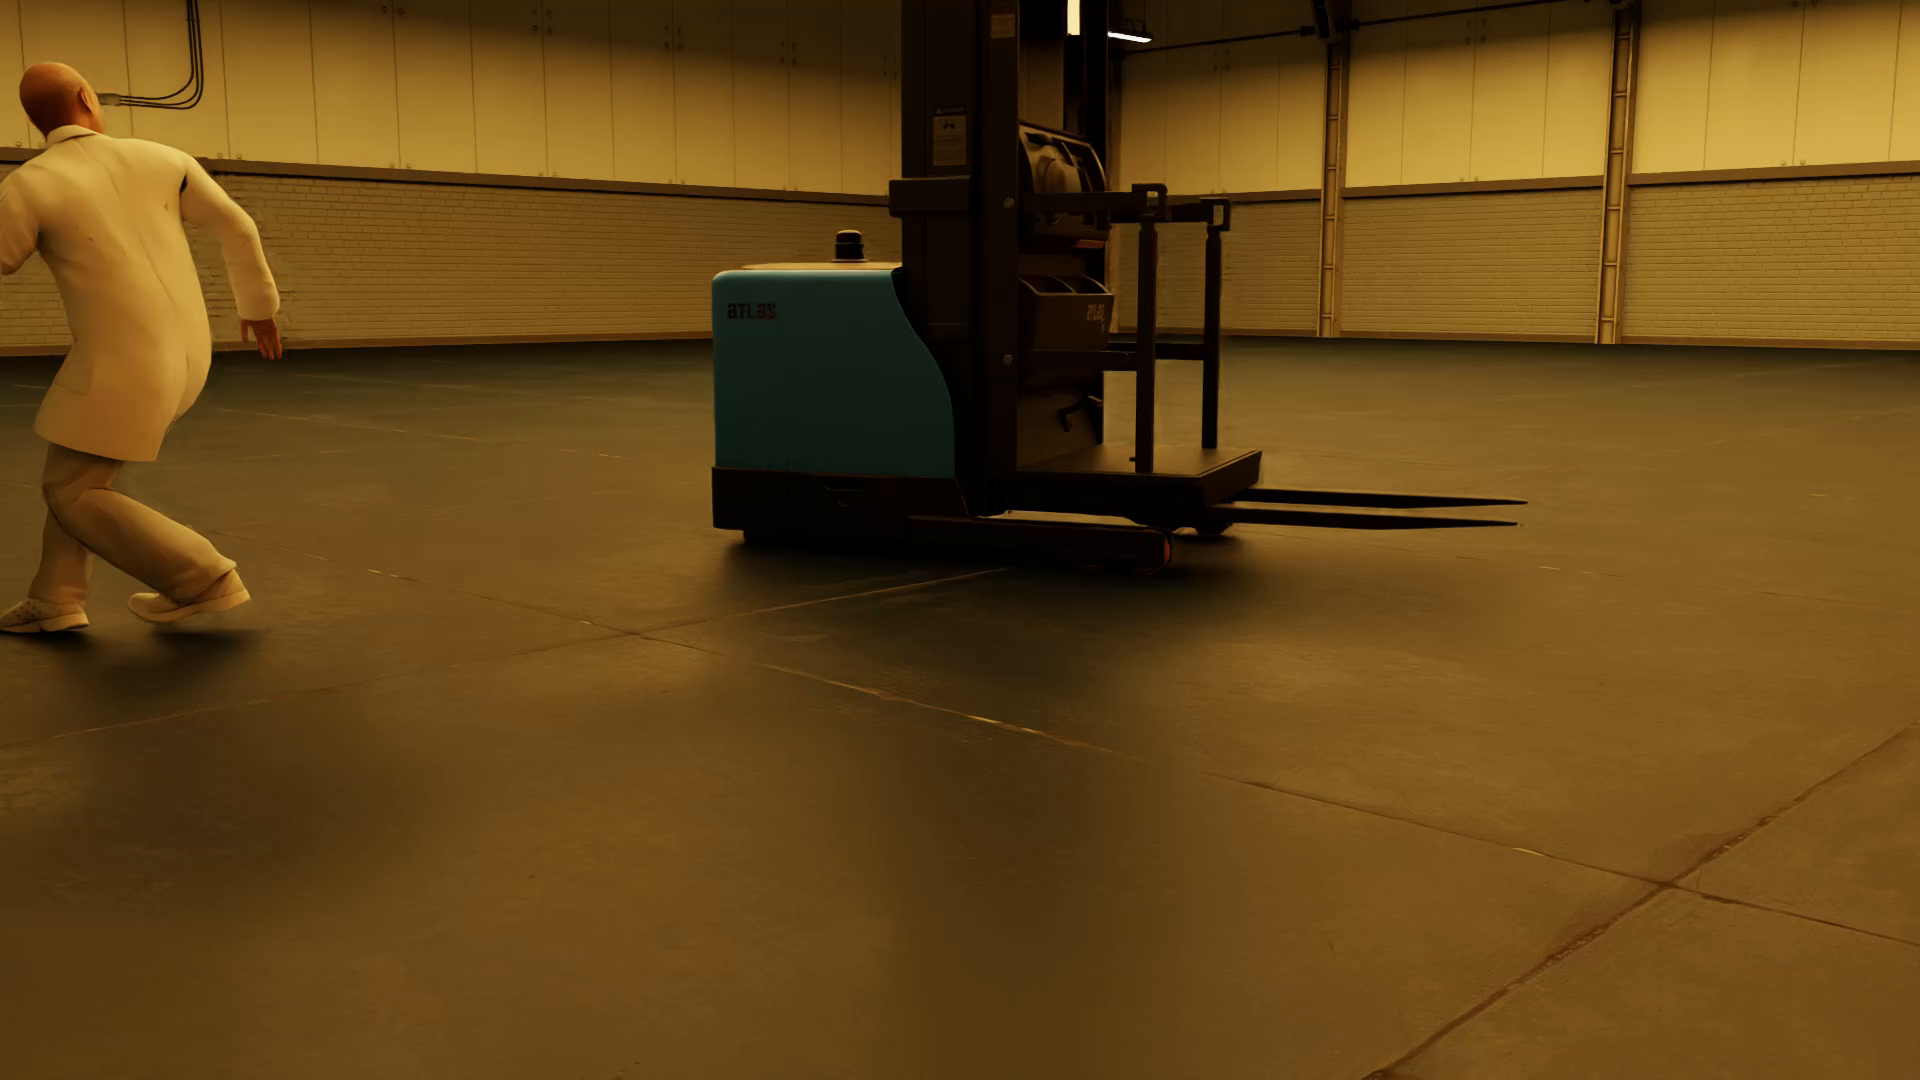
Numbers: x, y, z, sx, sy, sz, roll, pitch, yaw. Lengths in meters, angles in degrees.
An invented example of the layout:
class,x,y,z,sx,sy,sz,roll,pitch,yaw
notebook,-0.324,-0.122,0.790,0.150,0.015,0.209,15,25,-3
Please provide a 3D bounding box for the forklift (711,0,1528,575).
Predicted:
class,x,y,z,sx,sy,sz,roll,pitch,yaw
forklift,0.588,-1.414,6.266,3.031,2.935,1.130,3,9,22

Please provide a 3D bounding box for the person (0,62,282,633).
class,x,y,z,sx,sy,sz,roll,pitch,yaw
person,-2.508,-0.546,4.928,0.897,1.656,0.884,3,9,17
